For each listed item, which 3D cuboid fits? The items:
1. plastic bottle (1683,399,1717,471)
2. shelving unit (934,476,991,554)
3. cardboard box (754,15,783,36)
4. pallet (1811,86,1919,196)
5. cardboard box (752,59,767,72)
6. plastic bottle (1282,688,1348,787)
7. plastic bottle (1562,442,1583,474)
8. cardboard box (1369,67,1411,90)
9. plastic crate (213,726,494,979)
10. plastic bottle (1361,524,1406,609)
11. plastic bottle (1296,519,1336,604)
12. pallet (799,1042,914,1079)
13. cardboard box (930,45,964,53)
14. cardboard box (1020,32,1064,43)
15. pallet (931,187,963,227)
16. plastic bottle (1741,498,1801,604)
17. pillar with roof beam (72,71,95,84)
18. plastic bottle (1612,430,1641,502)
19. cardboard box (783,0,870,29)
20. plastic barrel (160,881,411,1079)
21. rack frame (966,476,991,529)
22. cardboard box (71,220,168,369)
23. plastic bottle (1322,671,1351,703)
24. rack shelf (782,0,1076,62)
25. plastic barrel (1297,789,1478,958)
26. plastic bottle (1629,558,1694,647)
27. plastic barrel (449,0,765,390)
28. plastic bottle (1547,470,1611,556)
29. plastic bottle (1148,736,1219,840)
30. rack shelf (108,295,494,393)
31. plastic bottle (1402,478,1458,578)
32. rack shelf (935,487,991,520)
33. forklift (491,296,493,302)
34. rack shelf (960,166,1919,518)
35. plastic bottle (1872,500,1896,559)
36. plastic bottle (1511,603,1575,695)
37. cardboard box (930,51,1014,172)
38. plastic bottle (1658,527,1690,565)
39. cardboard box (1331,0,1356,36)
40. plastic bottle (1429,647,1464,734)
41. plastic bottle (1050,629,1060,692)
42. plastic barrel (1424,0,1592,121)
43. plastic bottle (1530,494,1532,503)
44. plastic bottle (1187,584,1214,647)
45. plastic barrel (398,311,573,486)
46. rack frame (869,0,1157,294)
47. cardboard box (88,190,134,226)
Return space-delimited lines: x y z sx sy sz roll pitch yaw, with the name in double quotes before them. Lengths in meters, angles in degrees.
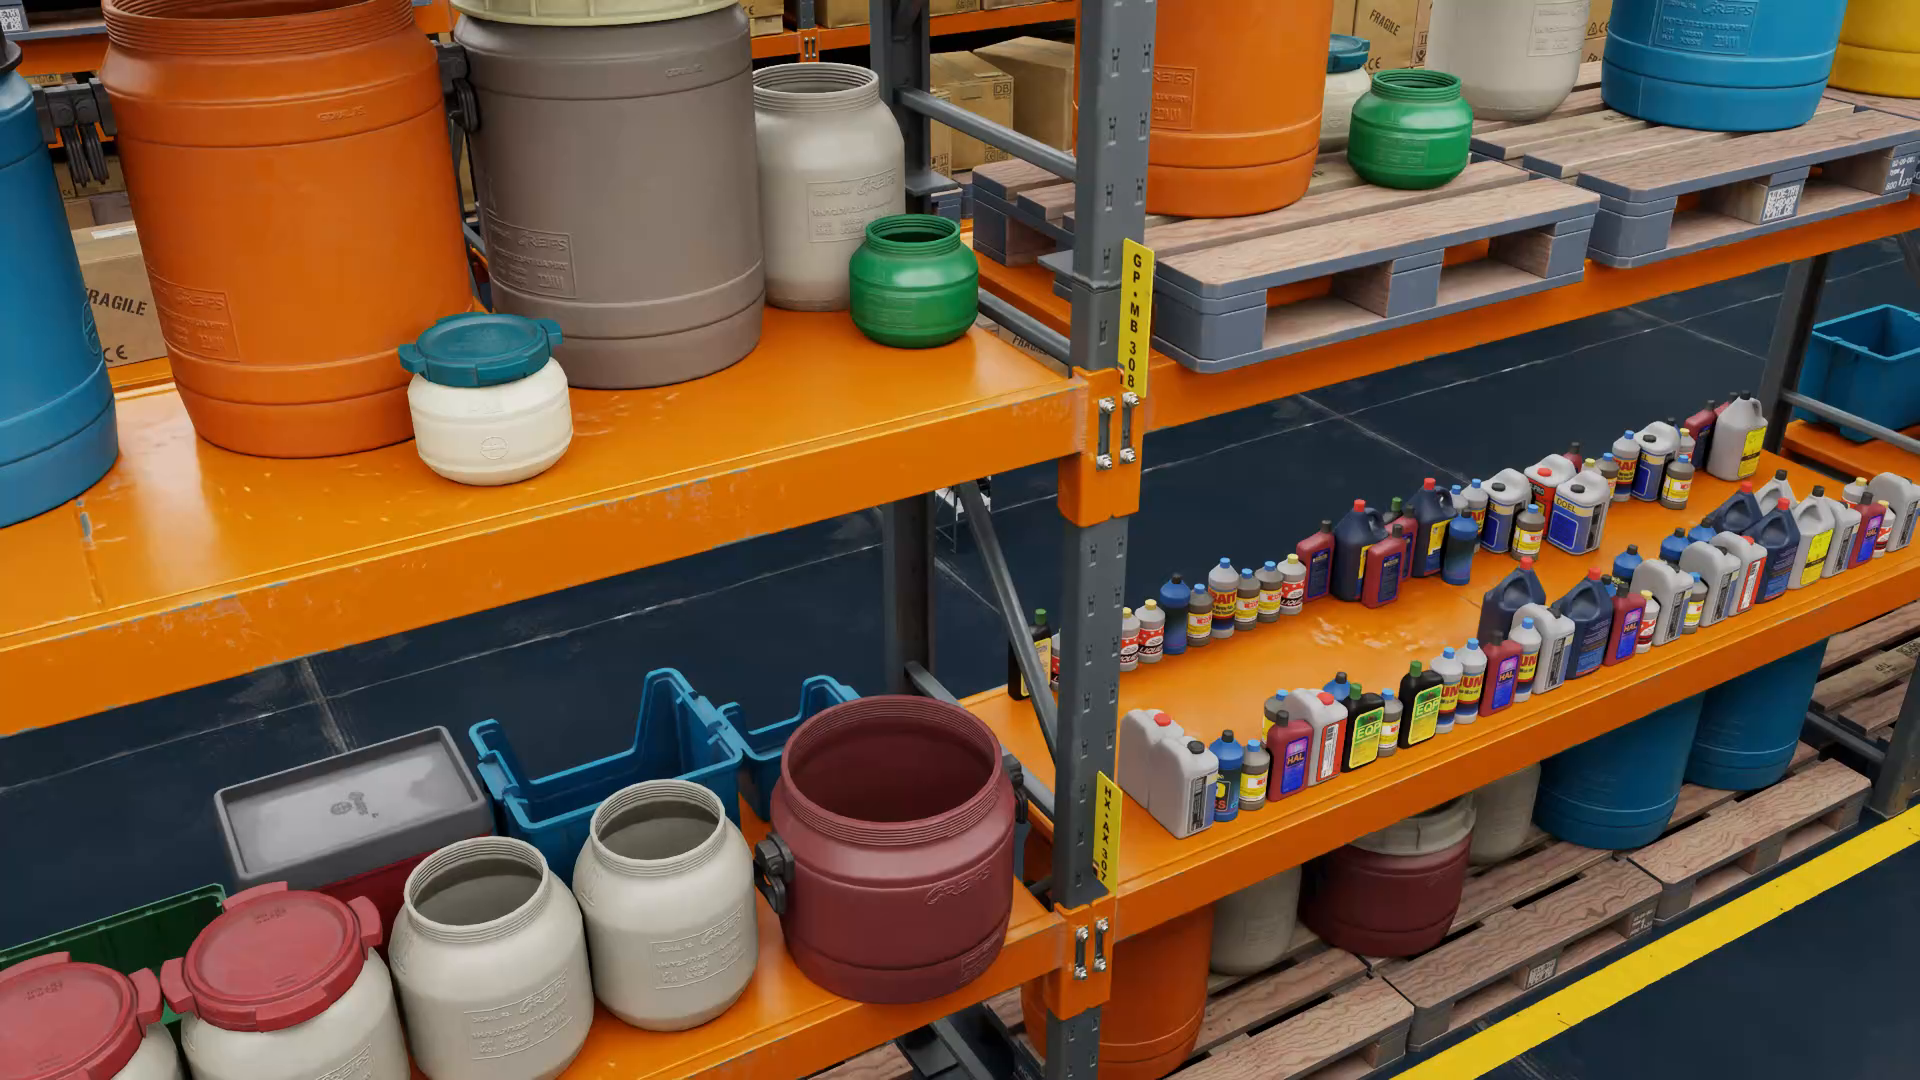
"plastic bottle" 2.884 -0.407 6.503 0.133 0.283 0.061 -16 33 -26
"shelving unit" 0.007 -0.396 8.536 0.210 0.900 0.258 -16 33 -26
"cardboard box" -1.636 -4.228 13.545 0.250 0.149 0.380 -16 32 -26
"pallet" 2.905 -1.400 5.274 1.003 0.211 1.213 -16 33 -26
"cardboard box" -1.983 -3.559 13.885 0.750 0.750 0.750 -15 32 -26
"plastic bottle" 1.018 0.546 4.784 0.135 0.276 0.152 -16 33 -26
"plastic bottle" 2.233 -0.222 6.168 0.133 0.283 0.061 -16 33 -26
"cardboard box" 2.475 -2.770 10.561 0.500 0.500 0.500 -16 33 -27
"plastic crate" -1.466 0.817 4.099 0.583 0.464 0.402 -16 33 -26
"plastic bottle" 1.433 0.086 5.610 0.133 0.283 0.061 -16 33 -26
"plastic bottle" 1.200 0.071 5.637 0.133 0.283 0.061 -16 33 -26
"pallet" -0.605 1.971 4.960 1.213 0.211 1.003 -16 33 -26
"cardboard box" -0.119 -4.347 15.003 0.250 0.149 0.380 -15 32 -26
"cardboard box" 0.762 -4.598 15.458 0.250 0.149 0.380 -16 32 -26
"pallet" -0.750 -1.882 9.254 1.213 0.211 1.003 -16 33 -26
"plastic bottle" 2.745 0.026 5.650 0.185 0.351 0.144 -16 33 -26
"pillar with roof beam" -4.315 -4.426 7.456 0.400 9.000 9.100 -16 33 -26
"plastic bottle" 2.510 -0.285 6.295 0.097 0.271 0.097 0 29 0
"cardboard box" -1.012 -4.787 14.009 0.700 0.700 0.980 -15 32 -26
"plastic barrel" -1.425 1.068 3.570 0.433 0.535 0.433 0 29 0
"rack frame" 0.095 -0.421 8.581 0.006 0.900 0.240 -16 33 -26
"cardboard box" -3.862 -1.114 7.561 0.500 0.500 0.500 -18 34 -29
"plastic bottle" 1.101 0.506 4.862 0.097 0.271 0.097 0 29 0
"rack shelf" 0.236 -4.704 14.914 4.000 0.370 1.077 -16 33 -26
"plastic barrel" 1.469 1.045 5.813 0.708 0.588 0.600 -16 33 -26
"plastic bottle" 2.289 0.186 5.438 0.135 0.276 0.152 -16 33 -26
"plastic barrel" -0.736 -0.845 3.554 0.600 0.901 0.600 0 29 0
"plastic bottle" 2.218 -0.104 5.962 0.135 0.276 0.152 -16 33 -26
"plastic bottle" 0.619 0.660 4.579 0.135 0.276 0.152 -16 33 -26
"rack shelf" -4.148 -0.683 7.628 4.000 0.370 1.077 -16 33 -26
"plastic bottle" 1.633 -0.058 5.801 0.185 0.351 0.144 -16 33 -26
"rack shelf" 0.007 -0.209 8.639 0.200 0.077 0.258 -16 33 -26
"forklift" -2.404 -2.459 10.173 3.031 2.935 1.130 -15 32 -25
"rack shelf" 1.807 -0.911 4.937 4.000 0.370 1.077 -16 33 -26
"plastic bottle" 3.269 -0.045 5.932 0.097 0.201 0.097 0 29 0
"plastic bottle" 1.815 0.320 5.194 0.135 0.276 0.152 -16 33 -26
"cardboard box" -0.058 -2.477 9.596 0.500 0.500 0.700 -11 31 -19
"plastic bottle" 2.410 0.083 5.628 0.097 0.271 0.097 0 29 0
"cardboard box" 2.018 -3.073 10.076 0.500 0.500 0.500 -17 33 -28
"plastic bottle" 1.446 0.442 4.977 0.097 0.271 0.097 0 29 0
"plastic bottle" 0.324 0.366 5.187 0.097 0.201 0.097 0 29 0
"plastic barrel" 1.534 -1.477 4.642 0.433 0.535 0.433 0 29 0
"plastic bottle" 2.027 -0.117 6.064 0.097 0.201 0.097 0 29 0
"plastic bottle" 0.774 0.238 5.419 0.097 0.201 0.097 0 29 0
"plastic barrel" -0.896 -0.268 3.169 0.301 0.262 0.301 0 29 0
"rack frame" 0.082 -2.050 3.151 0.127 3.000 1.000 -16 33 -26
"cardboard box" -6.034 -2.373 12.077 0.500 0.500 0.700 -16 33 -26
